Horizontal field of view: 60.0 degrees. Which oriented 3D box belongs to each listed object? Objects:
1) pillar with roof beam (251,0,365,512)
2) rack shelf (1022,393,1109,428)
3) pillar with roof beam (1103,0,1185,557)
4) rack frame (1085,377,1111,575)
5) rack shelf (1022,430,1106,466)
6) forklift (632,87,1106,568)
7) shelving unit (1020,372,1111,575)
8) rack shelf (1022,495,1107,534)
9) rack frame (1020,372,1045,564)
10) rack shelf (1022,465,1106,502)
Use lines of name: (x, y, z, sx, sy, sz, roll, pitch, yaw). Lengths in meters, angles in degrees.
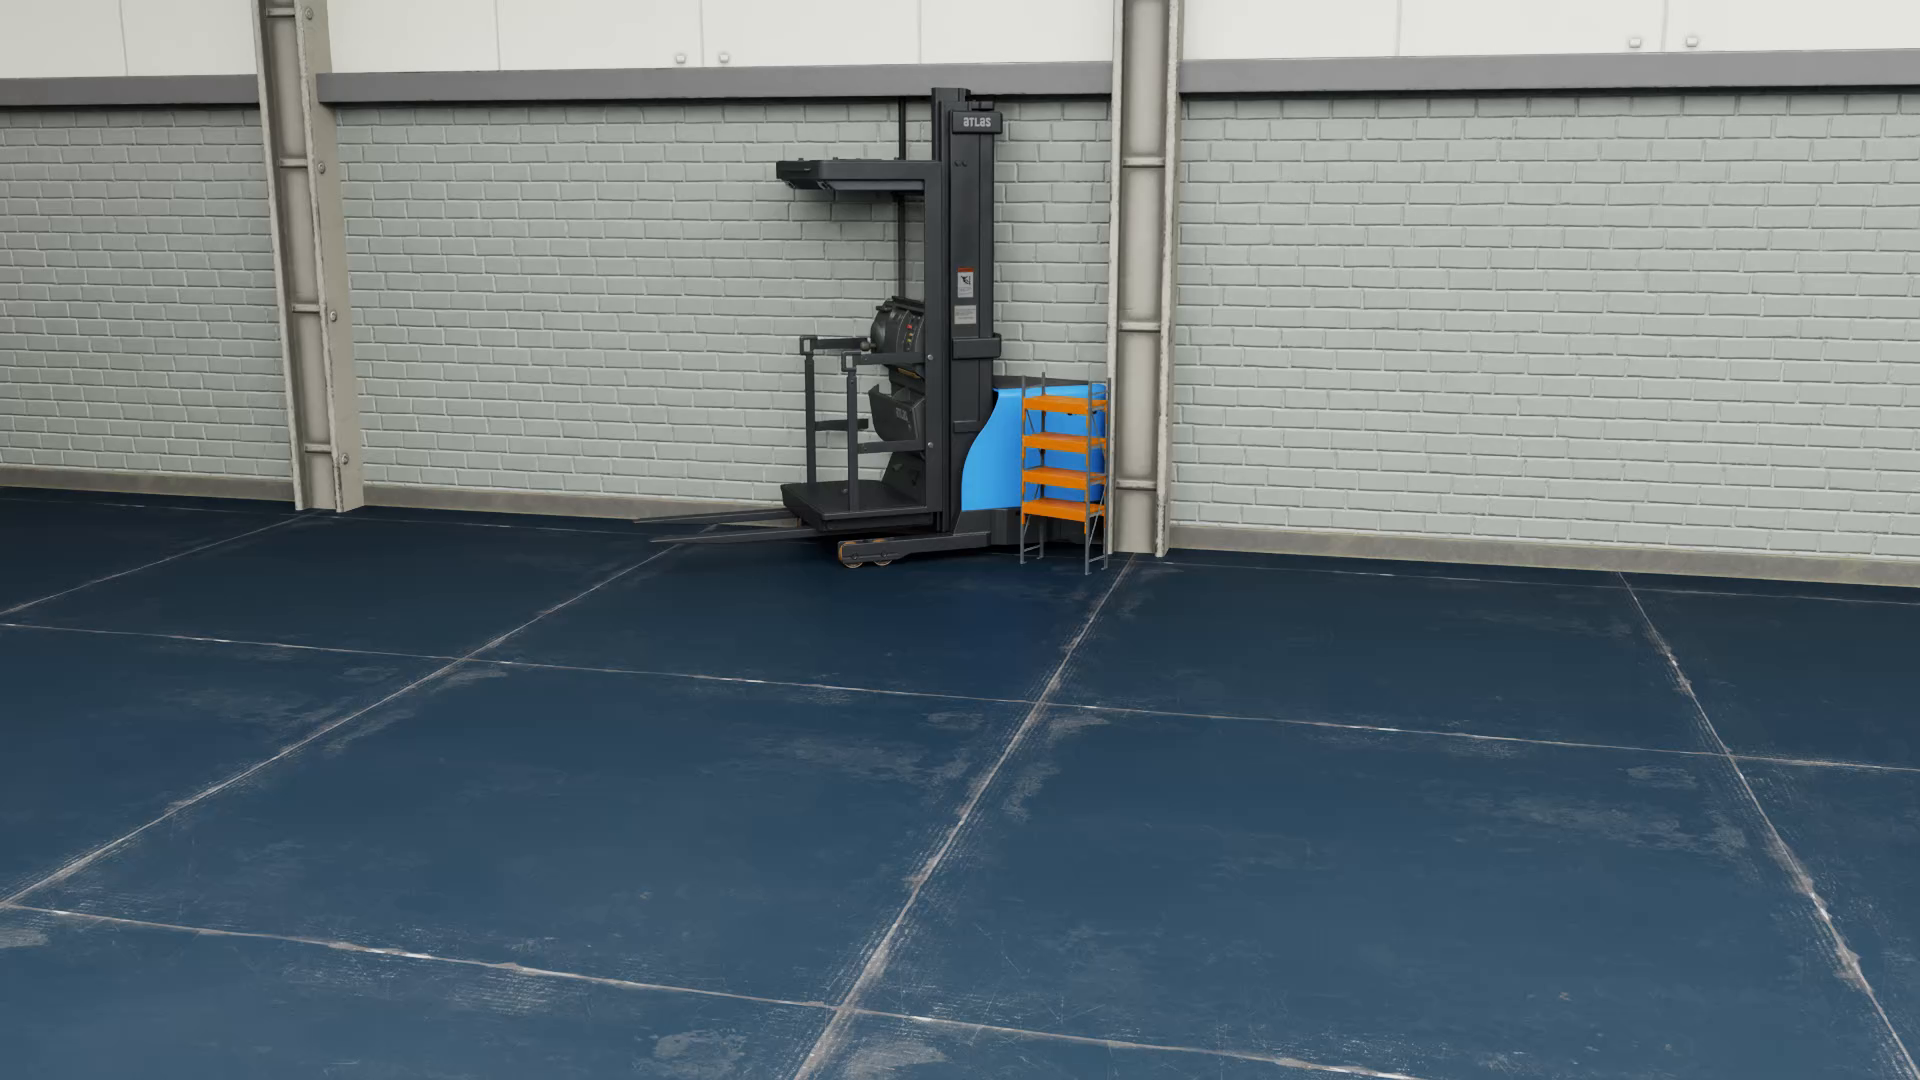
pillar with roof beam: (-5.697, -3.733, 7.282, 0.400, 9.000, 9.100, 3, 13, 14)
rack shelf: (0.654, -0.805, 10.276, 0.480, 0.148, 0.258, 9, 16, 36)
pillar with roof beam: (0.129, -3.421, 5.878, 0.400, 9.000, 9.100, 3, 13, 14)
rack frame: (0.849, -0.389, 10.218, 0.015, 1.200, 0.240, 9, 16, 36)
rack shelf: (0.654, -0.574, 10.328, 0.480, 0.148, 0.258, 9, 16, 36)
forklift: (-0.589, -1.384, 10.704, 3.031, 2.935, 1.130, -5, 13, -20)
shelving unit: (0.654, -0.421, 10.361, 0.503, 1.200, 0.258, 9, 16, 36)
rack shelf: (0.654, -0.162, 10.419, 0.480, 0.148, 0.258, 9, 16, 36)
rack frame: (0.460, -0.453, 10.505, 0.015, 1.200, 0.240, 9, 16, 36)
rack shelf: (0.654, -0.355, 10.376, 0.480, 0.148, 0.258, 9, 16, 36)
